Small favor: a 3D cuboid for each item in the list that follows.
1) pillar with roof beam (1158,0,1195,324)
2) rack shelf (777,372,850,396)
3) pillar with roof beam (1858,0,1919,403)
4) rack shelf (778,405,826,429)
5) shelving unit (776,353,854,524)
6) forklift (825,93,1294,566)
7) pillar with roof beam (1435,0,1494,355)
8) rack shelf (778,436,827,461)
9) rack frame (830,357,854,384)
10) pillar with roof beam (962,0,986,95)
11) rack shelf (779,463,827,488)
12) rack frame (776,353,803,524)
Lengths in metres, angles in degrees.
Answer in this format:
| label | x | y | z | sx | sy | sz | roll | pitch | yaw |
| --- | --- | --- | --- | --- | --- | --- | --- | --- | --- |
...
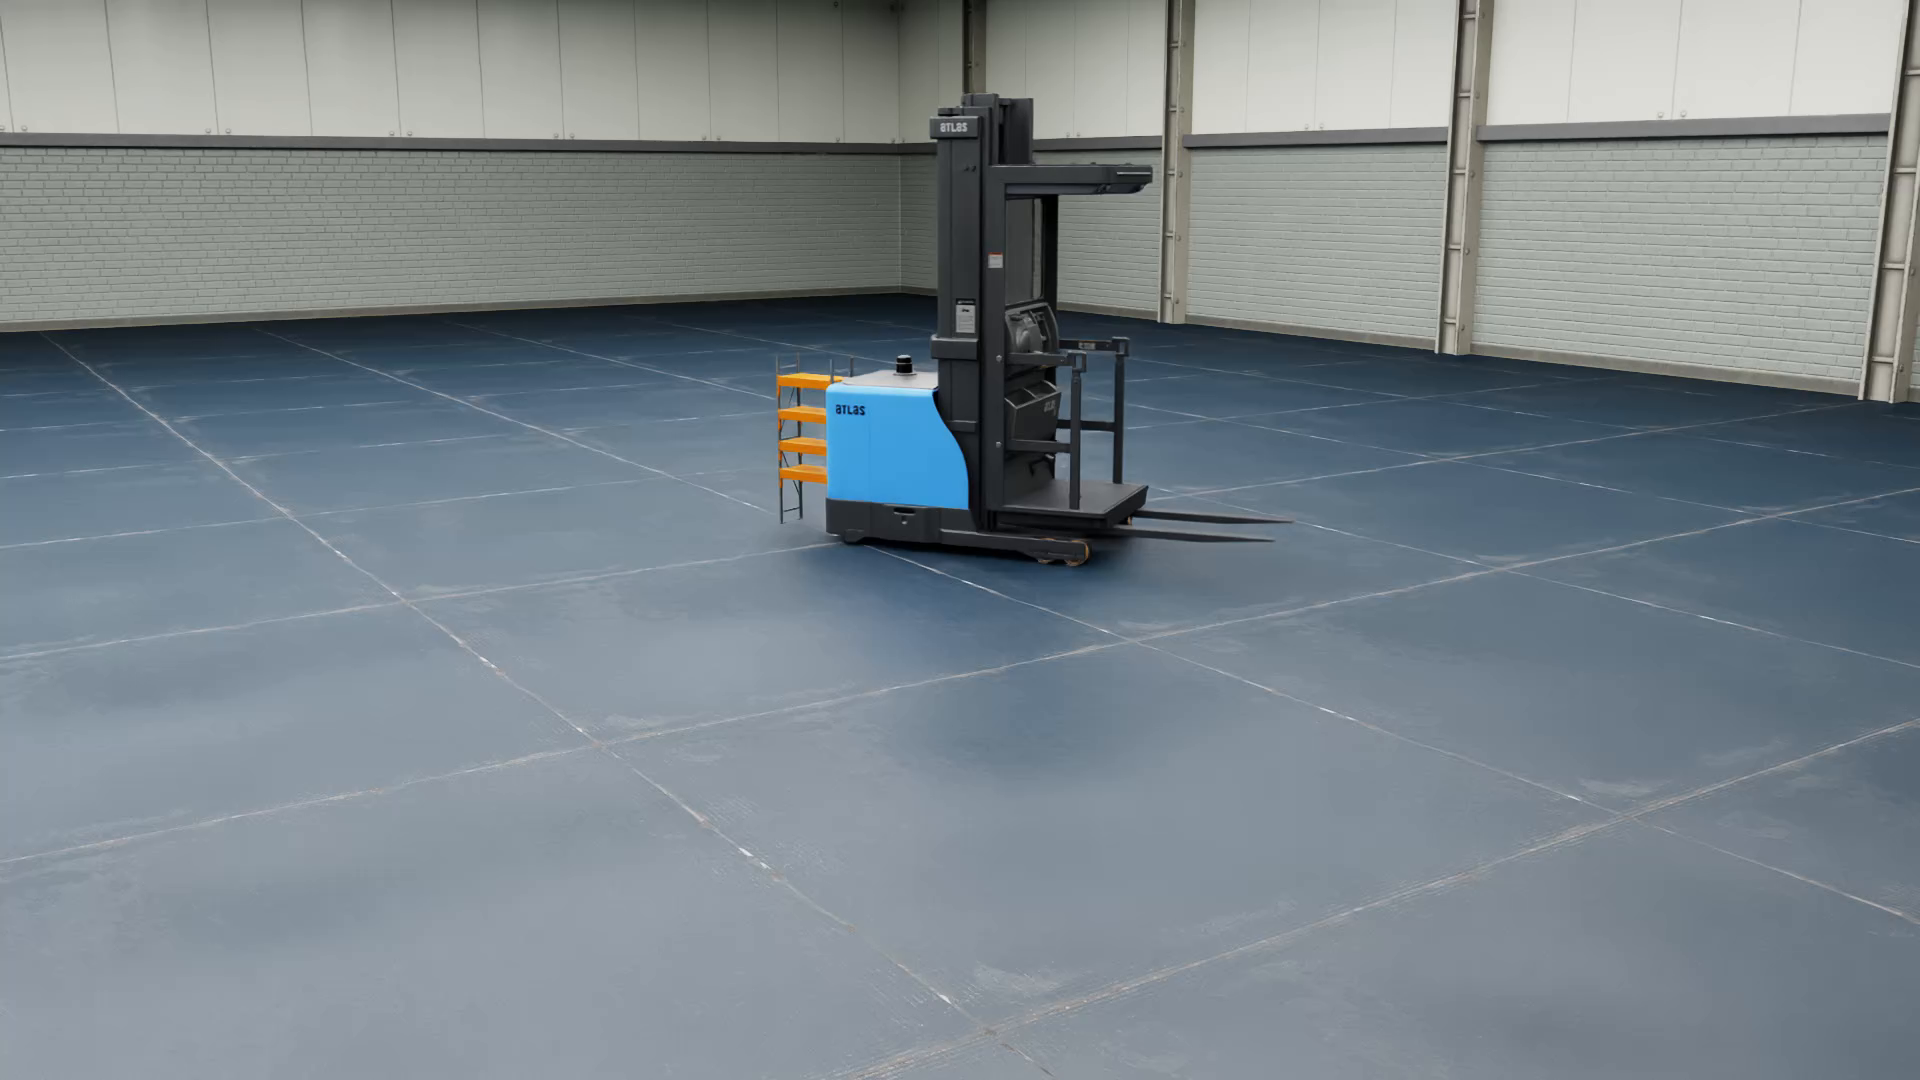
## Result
| label | x | y | z | sx | sy | sz | roll | pitch | yaw |
| --- | --- | --- | --- | --- | --- | --- | --- | --- | --- |
| pillar with roof beam | 0.011 | -7.573 | 24.929 | 9.100 | 9.000 | 0.400 | -8 | 15 | -33 |
| rack shelf | -1.015 | -1.077 | 11.641 | 0.480 | 0.148 | 0.258 | 8 | 15 | 34 |
| pillar with roof beam | 6.660 | -5.439 | 15.170 | 9.100 | 9.000 | 0.400 | -8 | 15 | -33 |
| rack shelf | -1.015 | -0.846 | 11.691 | 0.480 | 0.148 | 0.258 | 8 | 15 | 34 |
| shelving unit | -1.015 | -0.694 | 11.725 | 0.503 | 1.200 | 0.258 | 8 | 15 | 34 |
| forklift | 0.659 | -1.395 | 10.878 | 3.031 | 2.935 | 1.130 | 5 | 13 | 21 |
| pillar with roof beam | 3.336 | -6.506 | 20.050 | 9.100 | 9.000 | 0.400 | -8 | 15 | -33 |
| rack shelf | -1.015 | -0.628 | 11.739 | 0.480 | 0.148 | 0.258 | 8 | 15 | 34 |
| rack frame | -0.815 | -0.664 | 11.589 | 0.015 | 1.200 | 0.240 | 8 | 15 | 34 |
| pillar with roof beam | -3.313 | -8.640 | 29.809 | 9.100 | 9.000 | 0.400 | -8 | 15 | -33 |
| rack shelf | -1.015 | -0.434 | 11.781 | 0.480 | 0.148 | 0.258 | 8 | 15 | 34 |
| rack frame | -1.216 | -0.723 | 11.860 | 0.015 | 1.200 | 0.240 | 8 | 15 | 34 |
